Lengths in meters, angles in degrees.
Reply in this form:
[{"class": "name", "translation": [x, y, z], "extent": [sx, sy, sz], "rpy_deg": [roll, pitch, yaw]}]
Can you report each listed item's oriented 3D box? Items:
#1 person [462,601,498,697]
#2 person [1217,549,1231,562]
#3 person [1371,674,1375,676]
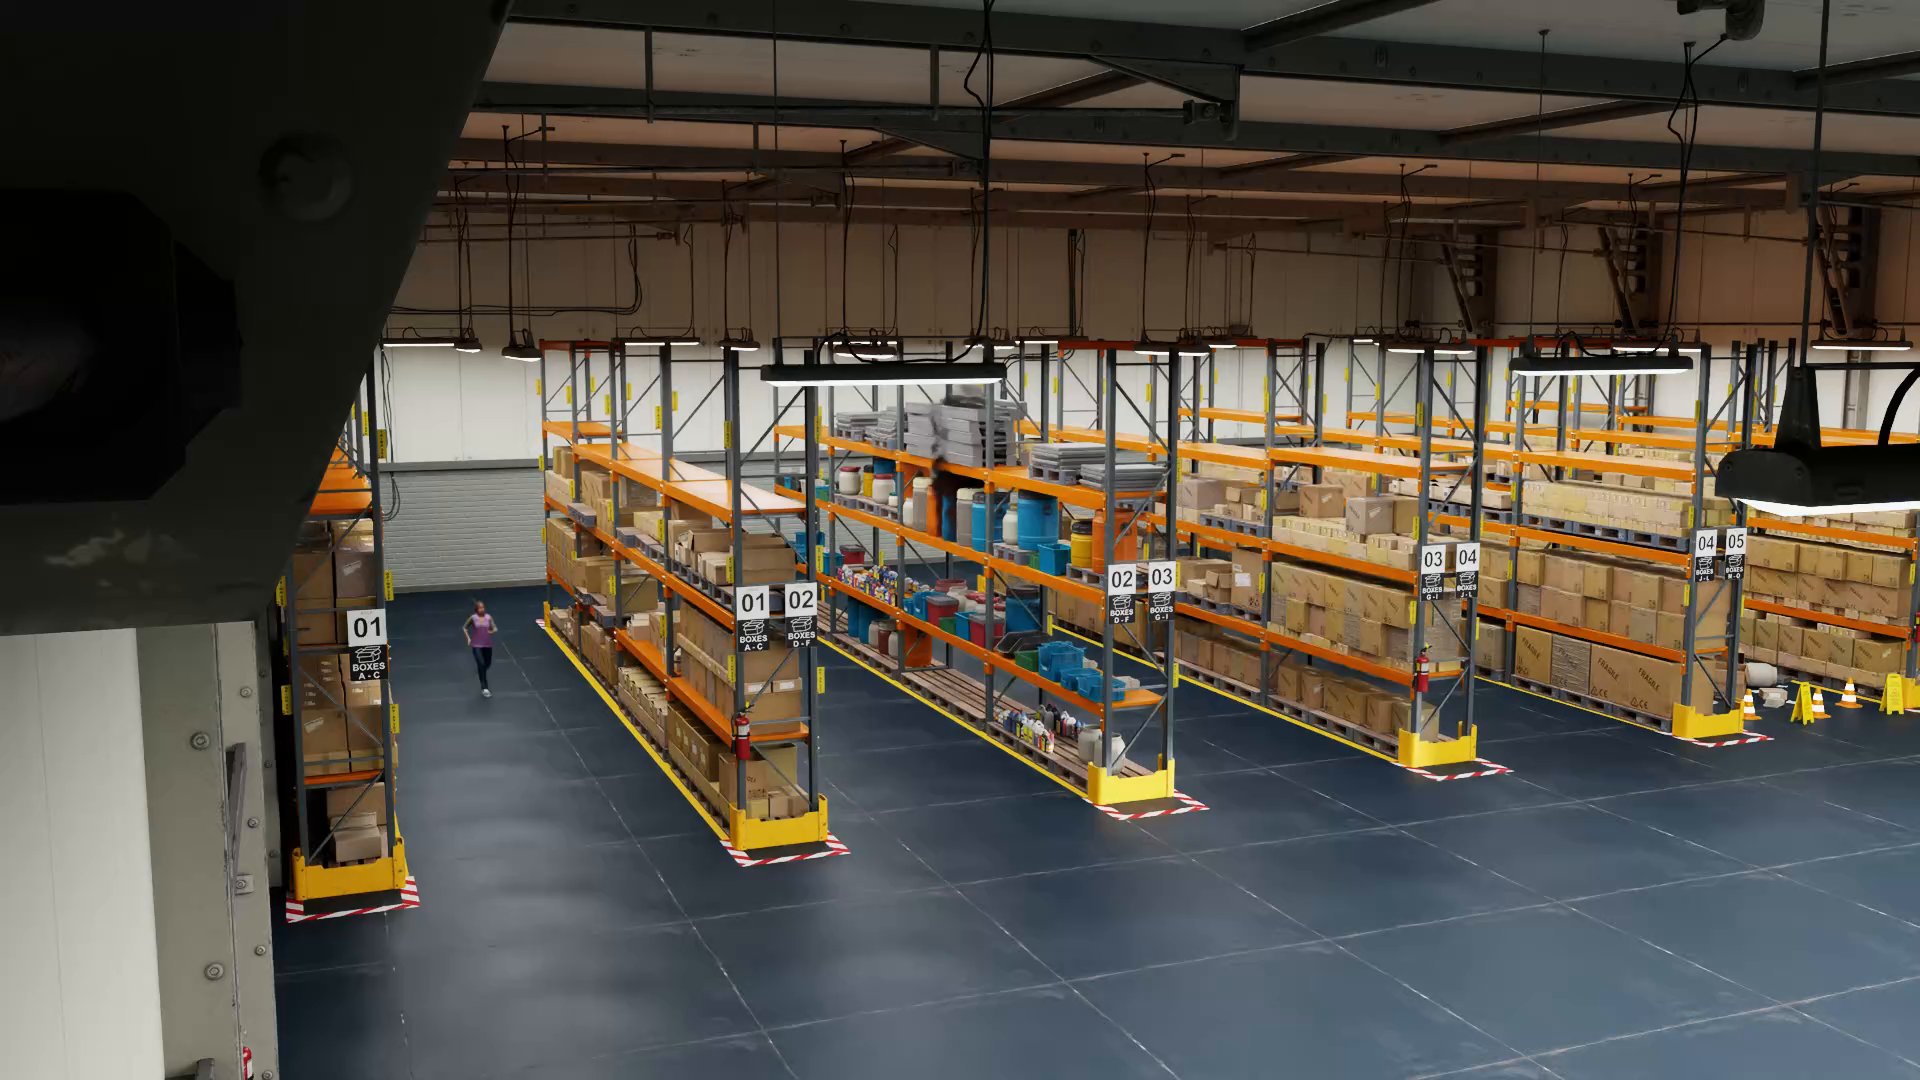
[{"class": "person", "translation": [-8.187, 1.827, 28.457], "extent": [0.537, 1.585, 0.893], "rpy_deg": [-5, 9, -32]}, {"class": "person", "translation": [6.674, 0.030, 42.133], "extent": [0.742, 1.713, 0.560], "rpy_deg": [-4, 8, -29]}, {"class": "person", "translation": [7.602, 1.636, 29.629], "extent": [0.652, 1.812, 0.832], "rpy_deg": [-4, 8, -28]}]
